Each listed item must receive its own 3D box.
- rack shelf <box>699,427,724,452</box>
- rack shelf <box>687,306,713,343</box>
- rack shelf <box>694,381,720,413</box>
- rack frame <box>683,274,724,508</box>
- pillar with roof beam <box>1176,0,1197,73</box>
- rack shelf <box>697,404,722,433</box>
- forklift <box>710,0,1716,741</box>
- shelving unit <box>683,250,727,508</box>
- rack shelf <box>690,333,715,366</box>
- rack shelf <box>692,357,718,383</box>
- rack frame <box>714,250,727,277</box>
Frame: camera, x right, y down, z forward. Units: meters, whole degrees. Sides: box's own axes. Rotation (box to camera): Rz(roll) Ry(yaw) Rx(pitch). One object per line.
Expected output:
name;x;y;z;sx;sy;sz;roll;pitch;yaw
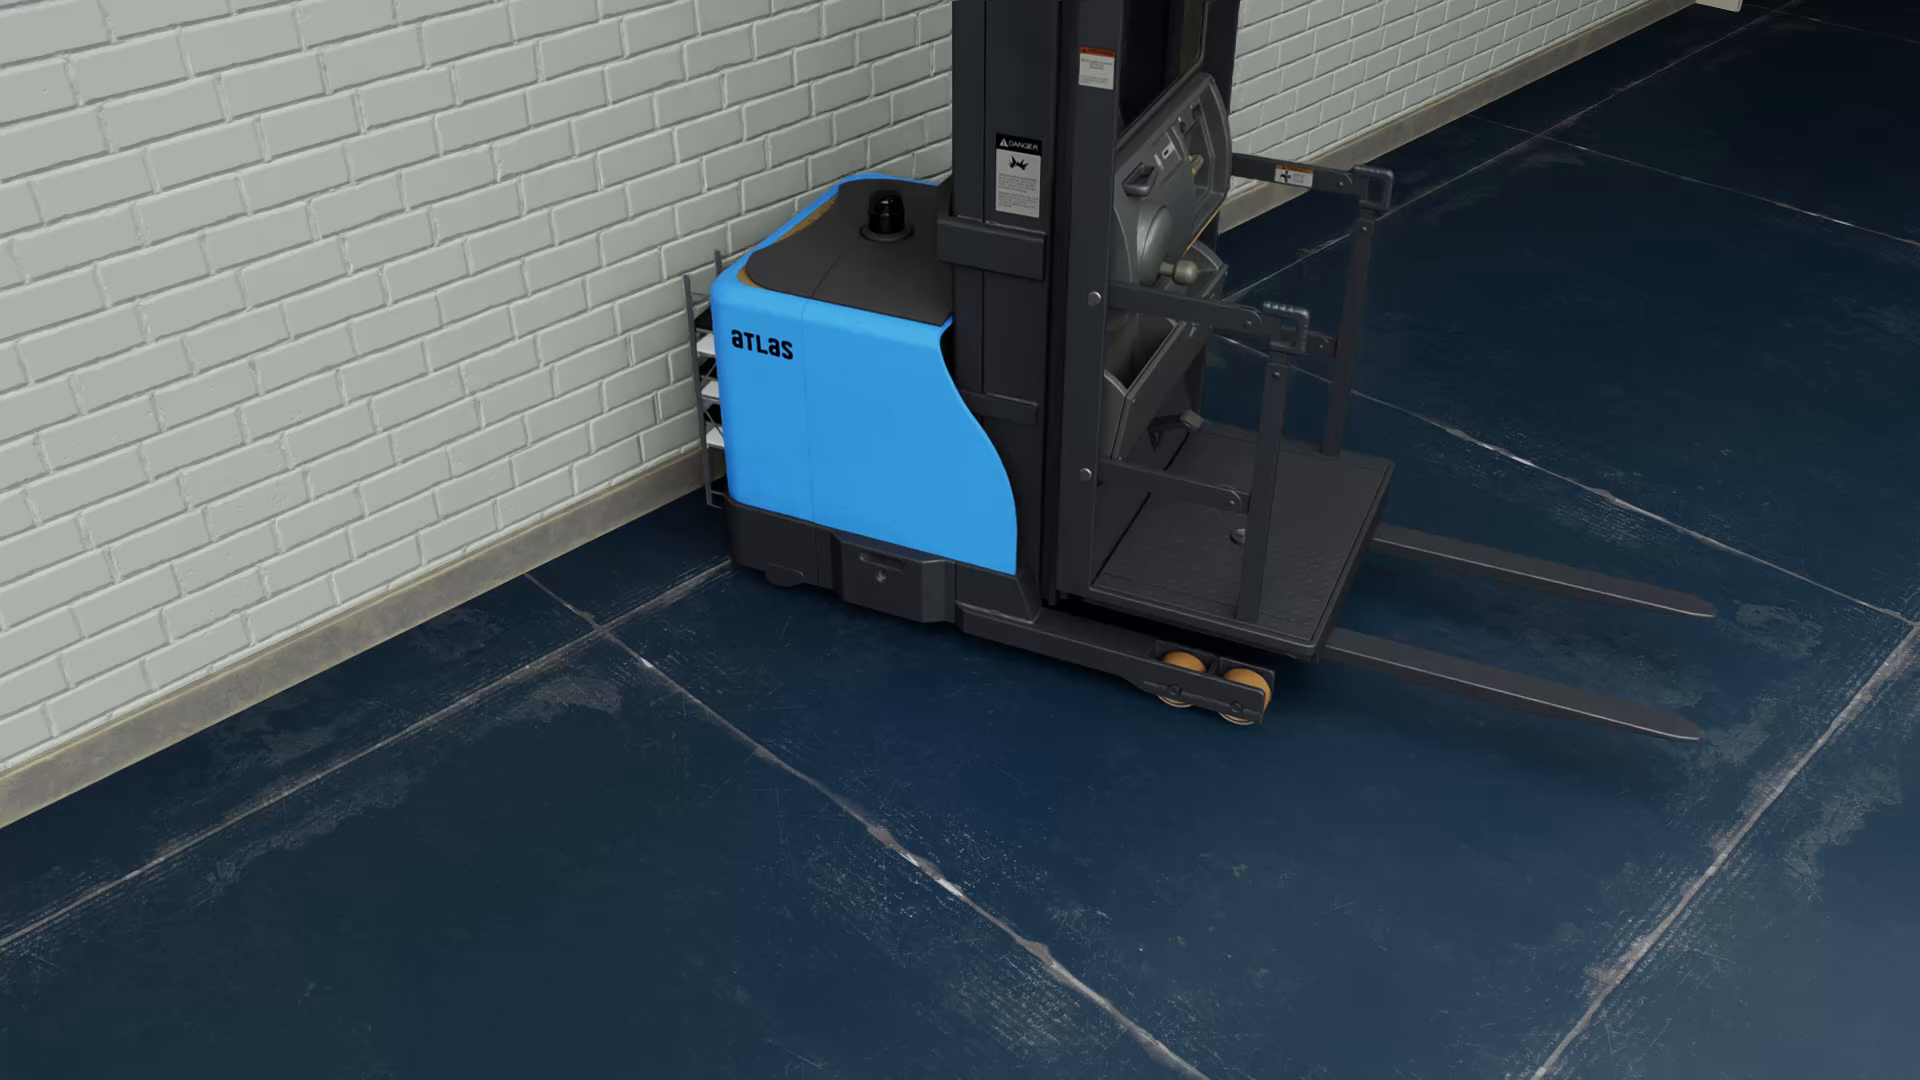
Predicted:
rack shelf;-0.750;-0.347;5.834;0.258;0.077;0.200;14;37;19
rack shelf;-0.750;-0.716;5.576;0.258;0.077;0.200;14;37;19
rack shelf;-0.750;-0.495;5.731;0.258;0.077;0.200;14;37;19
rack frame;-0.790;-0.468;5.635;0.240;0.900;0.006;14;37;19
pillar with roof beam;3.789;-3.016;2.208;9.100;9.000;0.400;30;45;35
rack shelf;-0.750;-0.421;5.782;0.258;0.077;0.200;14;37;19
forklift;0.788;-0.999;4.620;3.031;2.935;1.130;14;37;20
shelving unit;-0.750;-0.522;5.712;0.258;0.900;0.210;14;37;19
rack shelf;-0.750;-0.642;5.628;0.258;0.077;0.200;14;37;19
rack shelf;-0.750;-0.568;5.679;0.258;0.077;0.200;14;37;19
rack frame;-0.711;-0.575;5.788;0.240;0.900;0.006;14;37;19
